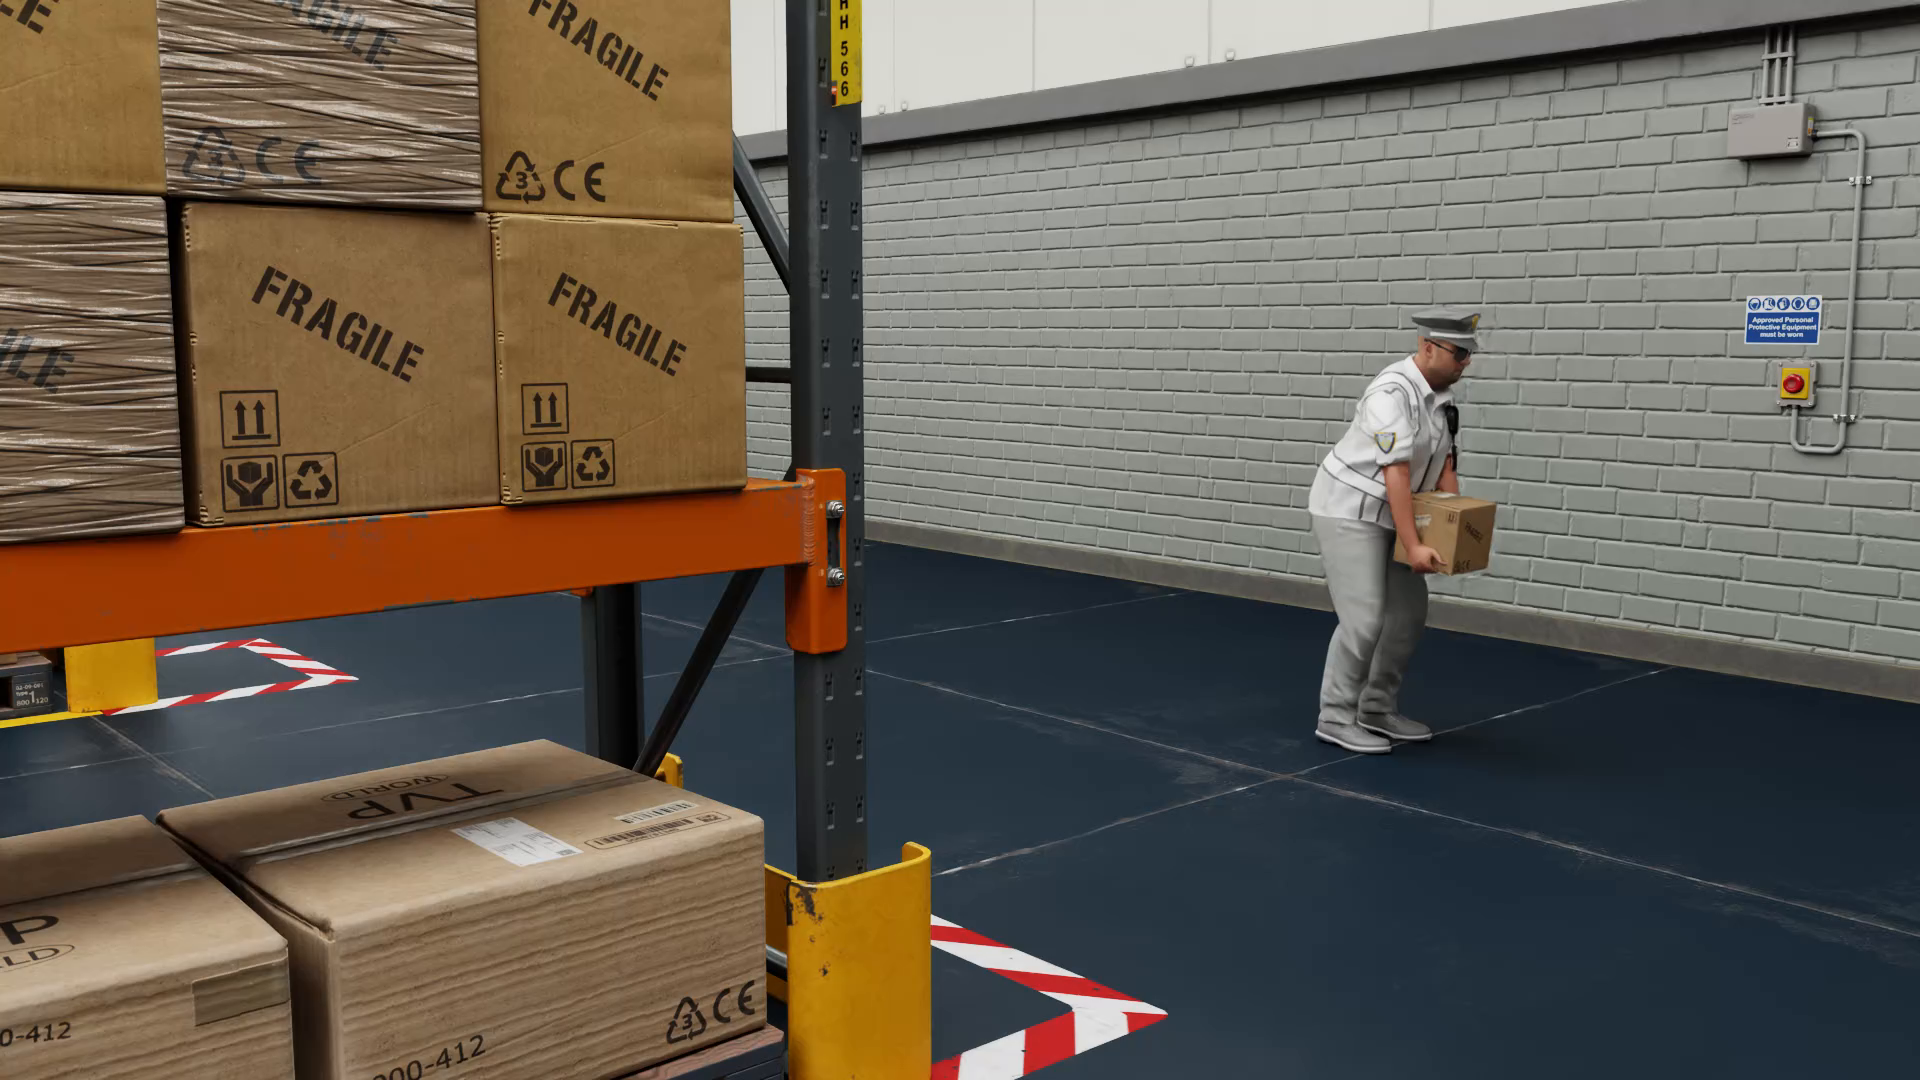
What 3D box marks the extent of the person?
[{"bbox_3d":[1.674,-0.038,6.357,0.483,1.681,0.604,-7,10,-42],"label":"person"}]
